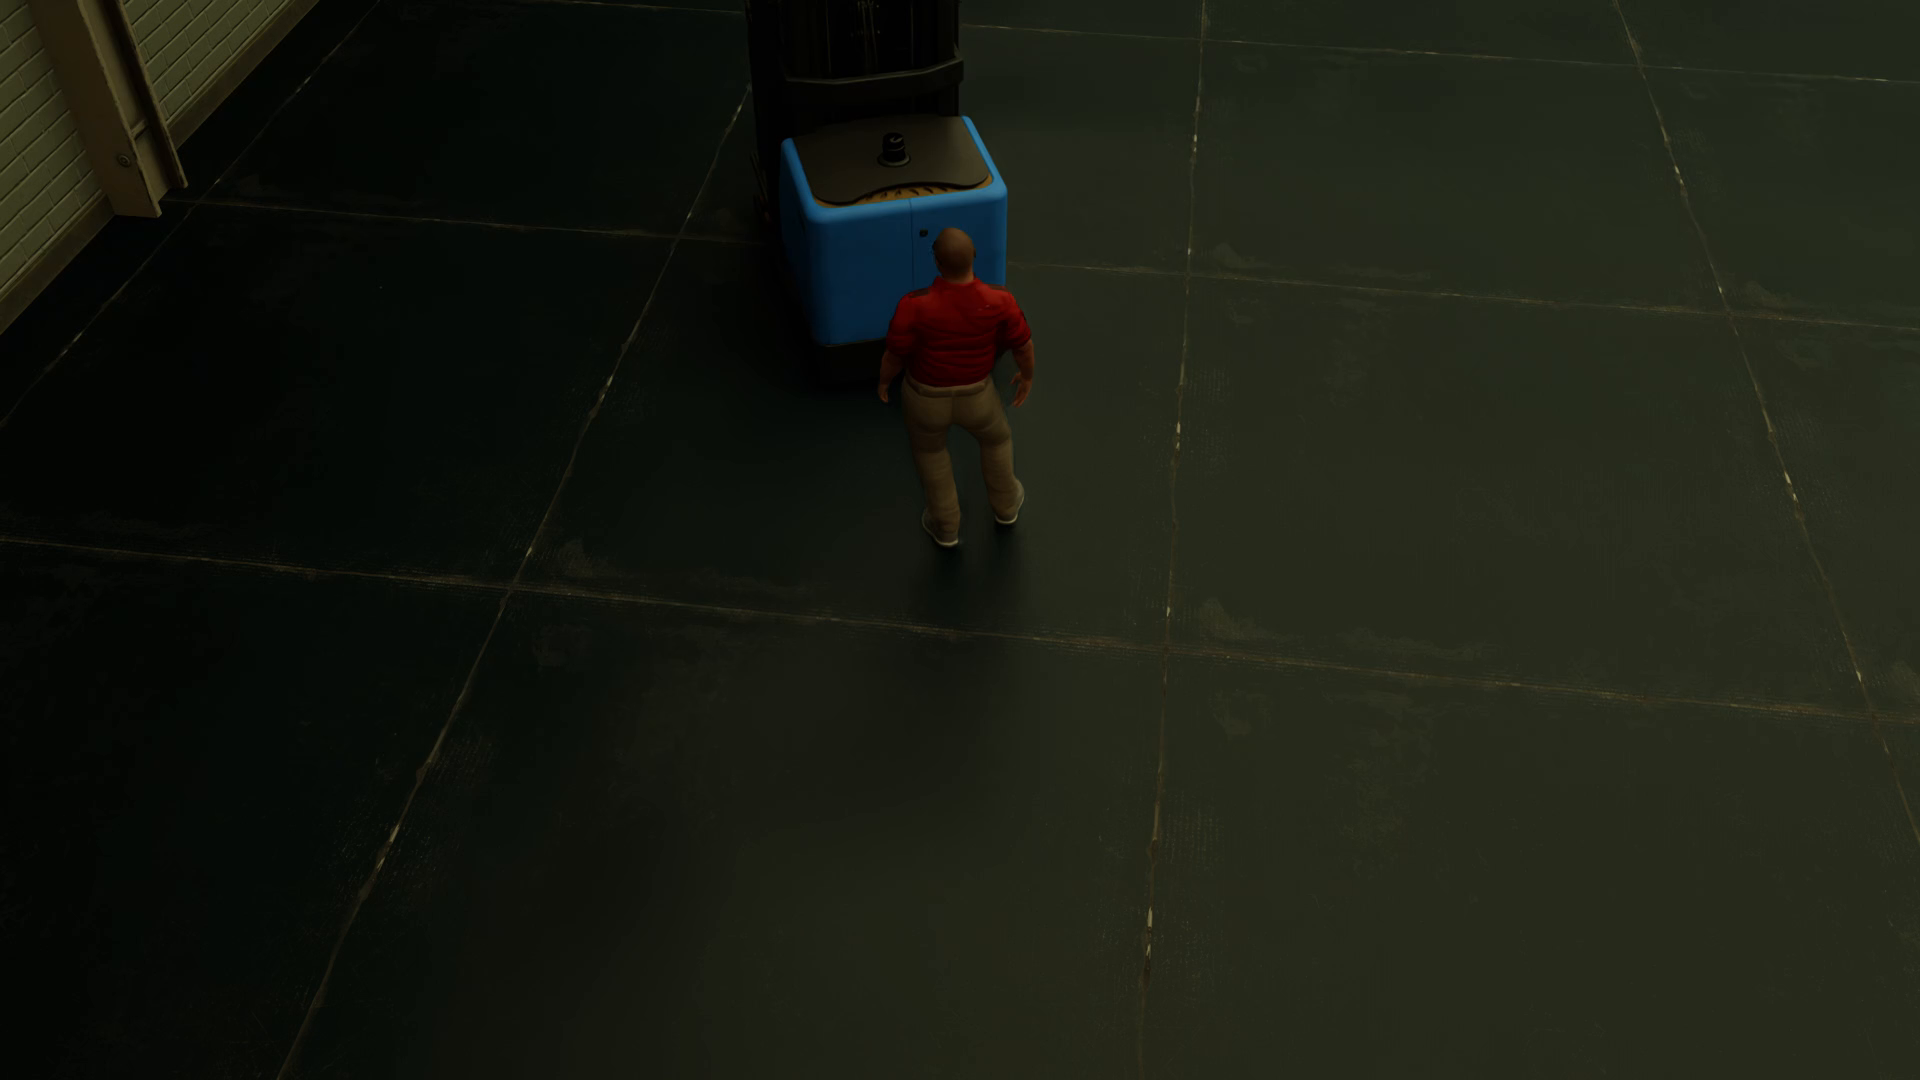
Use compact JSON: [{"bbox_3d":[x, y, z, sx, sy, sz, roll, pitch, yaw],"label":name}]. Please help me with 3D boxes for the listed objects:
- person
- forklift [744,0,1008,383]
[{"bbox_3d":[-0.012,-0.702,7.414,0.713,1.712,0.502,-7,43,-7],"label":"person"},{"bbox_3d":[-0.607,-2.907,8.888,1.130,2.935,3.031,-10,43,-10],"label":"forklift"}]
